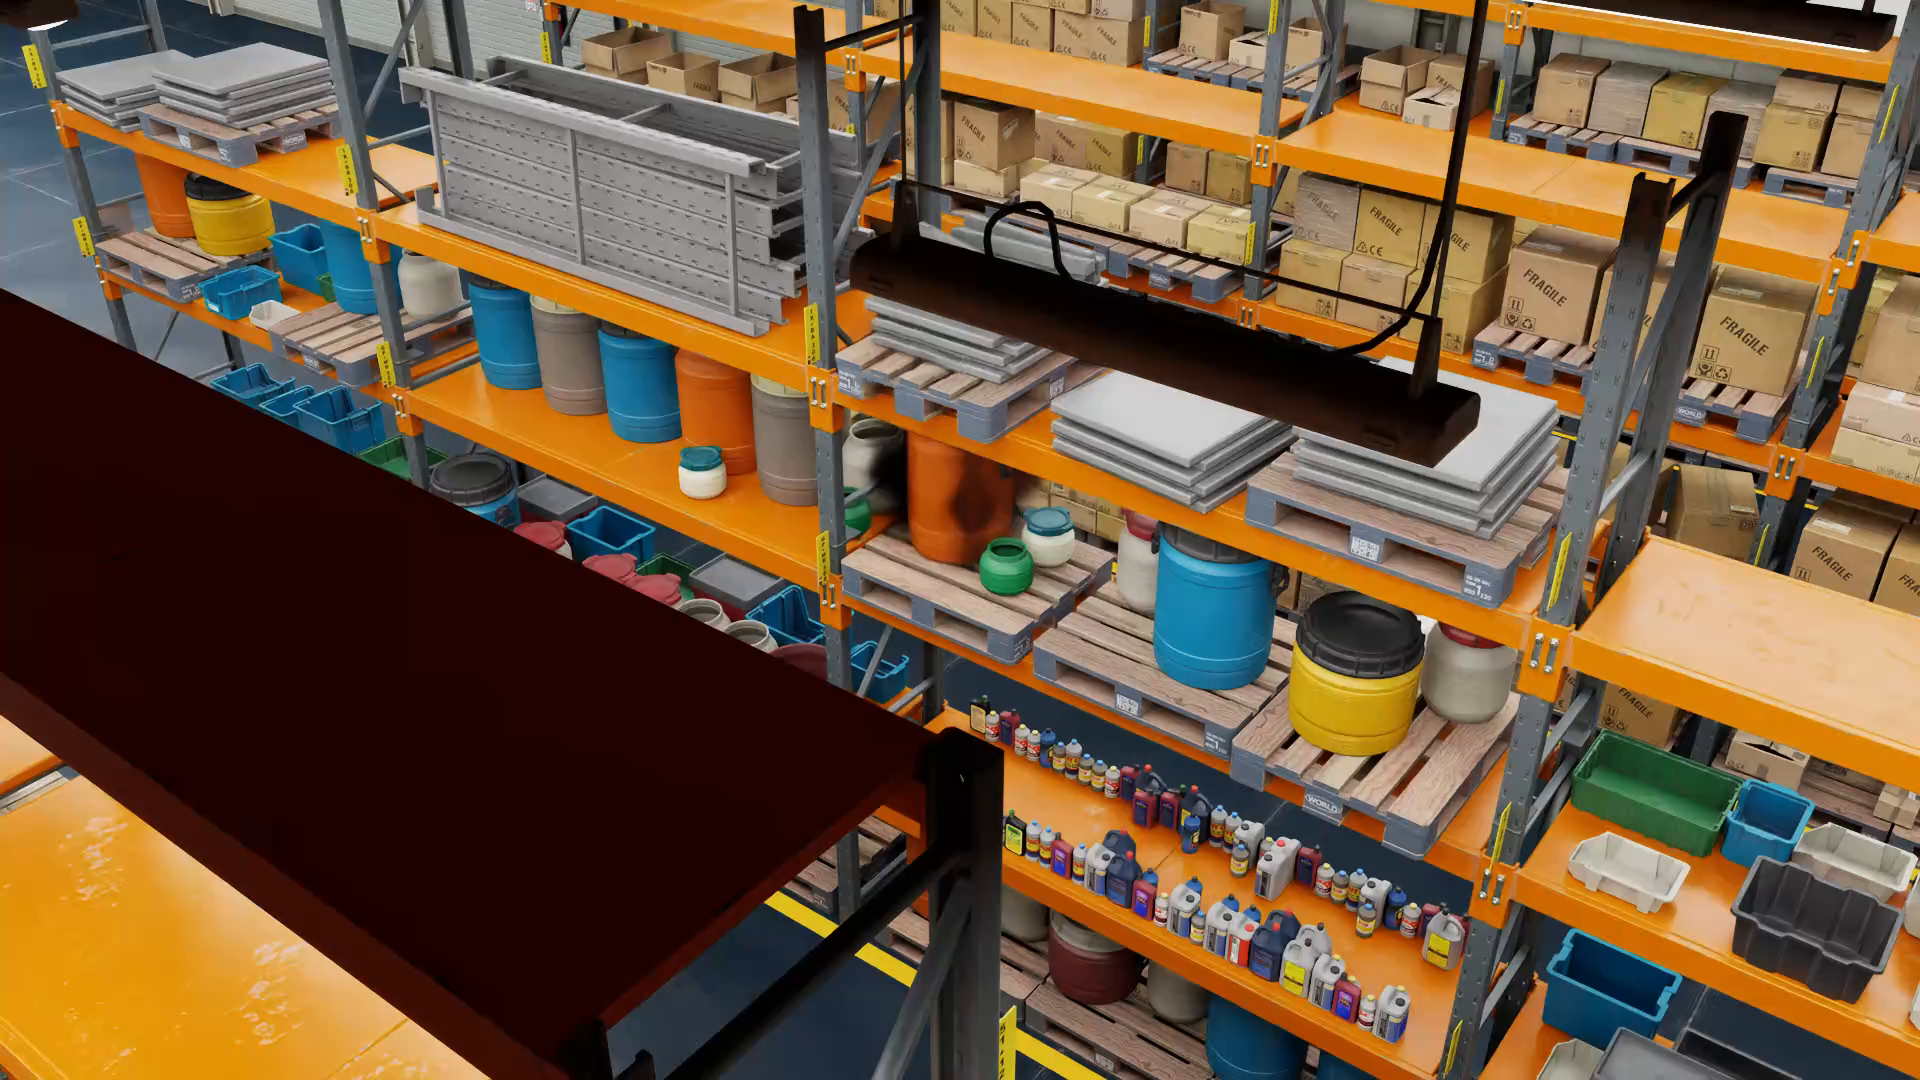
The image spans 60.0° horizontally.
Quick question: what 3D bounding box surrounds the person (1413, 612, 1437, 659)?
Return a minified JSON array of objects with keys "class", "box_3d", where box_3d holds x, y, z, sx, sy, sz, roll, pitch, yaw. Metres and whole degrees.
[{"class":"person","box_3d":[3.188,0.963,12.016,0.602,1.772,0.503,22,37,31]}]
